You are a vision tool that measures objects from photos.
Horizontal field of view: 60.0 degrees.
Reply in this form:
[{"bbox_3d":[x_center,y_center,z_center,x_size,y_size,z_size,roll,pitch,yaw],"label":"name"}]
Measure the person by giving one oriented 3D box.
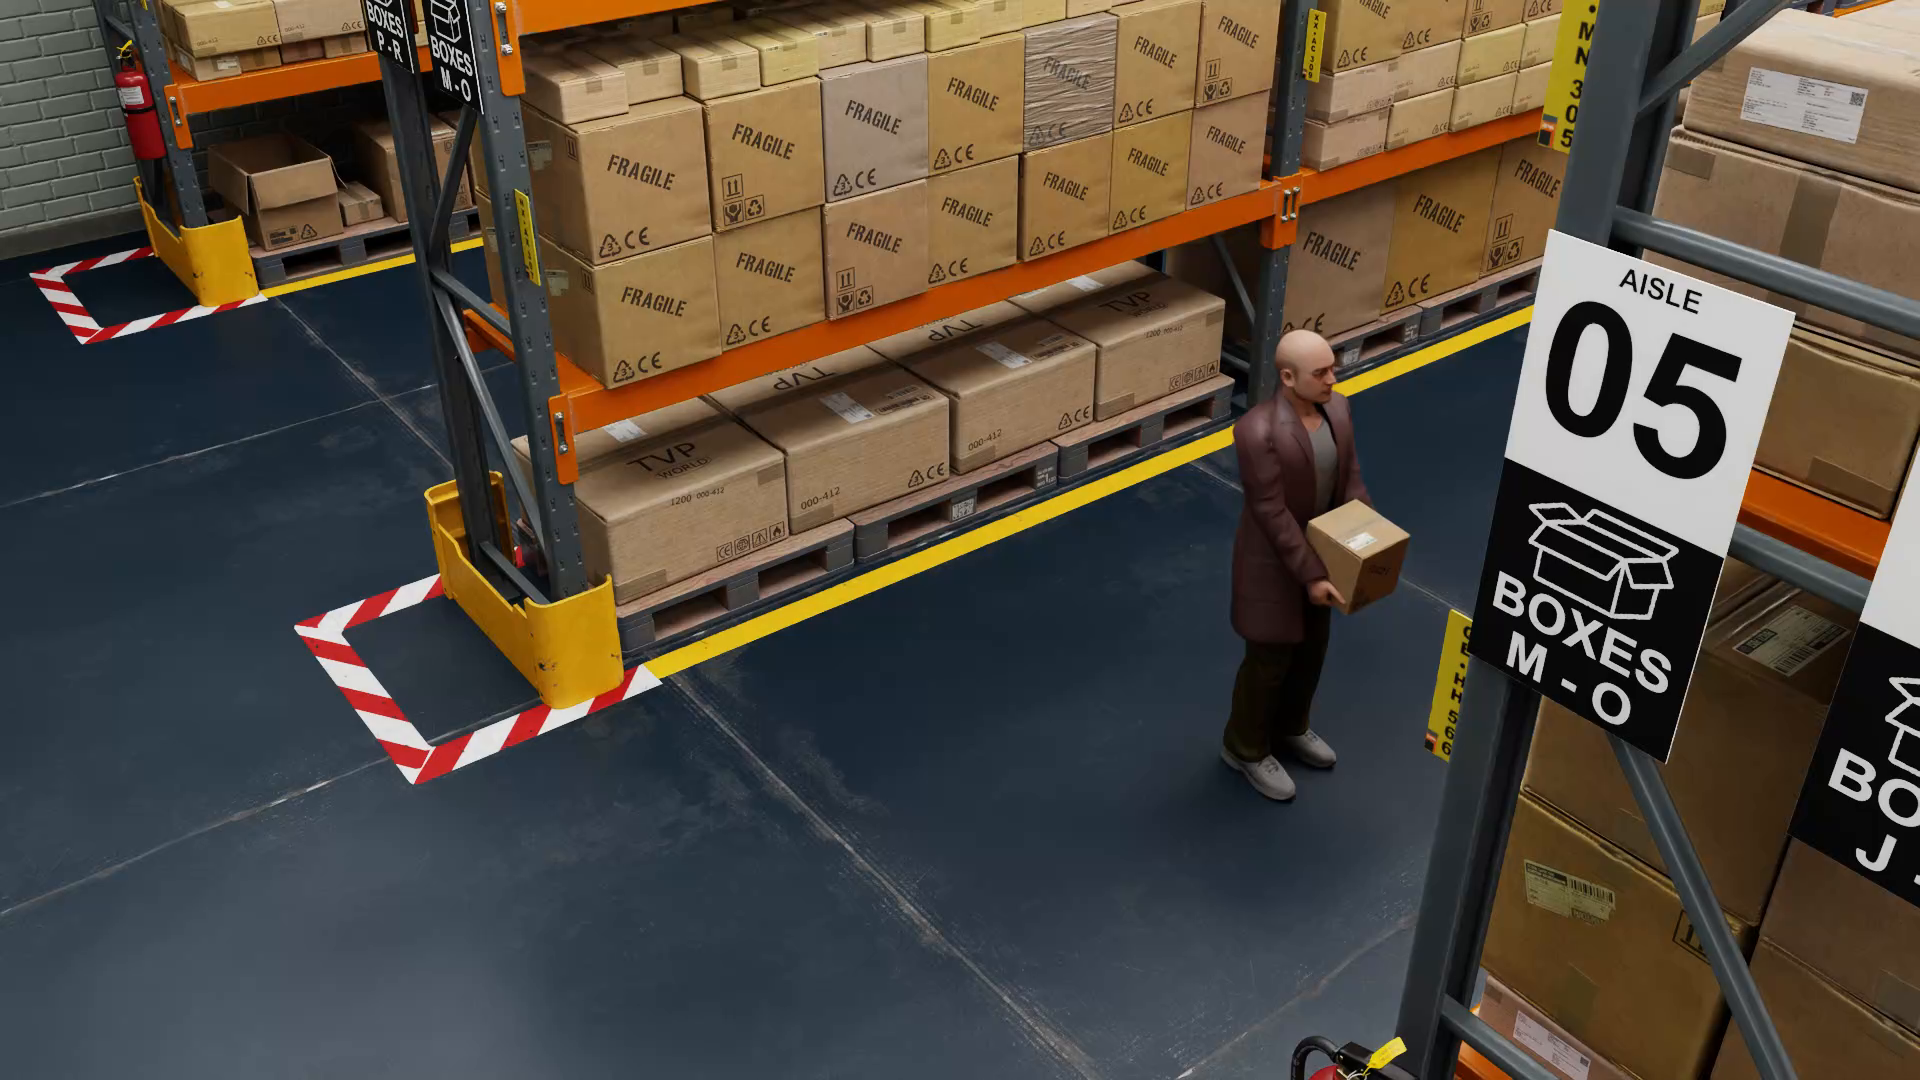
[{"bbox_3d":[1.249,0.123,5.957,0.528,1.773,0.558,-21,38,-31],"label":"person"}]
